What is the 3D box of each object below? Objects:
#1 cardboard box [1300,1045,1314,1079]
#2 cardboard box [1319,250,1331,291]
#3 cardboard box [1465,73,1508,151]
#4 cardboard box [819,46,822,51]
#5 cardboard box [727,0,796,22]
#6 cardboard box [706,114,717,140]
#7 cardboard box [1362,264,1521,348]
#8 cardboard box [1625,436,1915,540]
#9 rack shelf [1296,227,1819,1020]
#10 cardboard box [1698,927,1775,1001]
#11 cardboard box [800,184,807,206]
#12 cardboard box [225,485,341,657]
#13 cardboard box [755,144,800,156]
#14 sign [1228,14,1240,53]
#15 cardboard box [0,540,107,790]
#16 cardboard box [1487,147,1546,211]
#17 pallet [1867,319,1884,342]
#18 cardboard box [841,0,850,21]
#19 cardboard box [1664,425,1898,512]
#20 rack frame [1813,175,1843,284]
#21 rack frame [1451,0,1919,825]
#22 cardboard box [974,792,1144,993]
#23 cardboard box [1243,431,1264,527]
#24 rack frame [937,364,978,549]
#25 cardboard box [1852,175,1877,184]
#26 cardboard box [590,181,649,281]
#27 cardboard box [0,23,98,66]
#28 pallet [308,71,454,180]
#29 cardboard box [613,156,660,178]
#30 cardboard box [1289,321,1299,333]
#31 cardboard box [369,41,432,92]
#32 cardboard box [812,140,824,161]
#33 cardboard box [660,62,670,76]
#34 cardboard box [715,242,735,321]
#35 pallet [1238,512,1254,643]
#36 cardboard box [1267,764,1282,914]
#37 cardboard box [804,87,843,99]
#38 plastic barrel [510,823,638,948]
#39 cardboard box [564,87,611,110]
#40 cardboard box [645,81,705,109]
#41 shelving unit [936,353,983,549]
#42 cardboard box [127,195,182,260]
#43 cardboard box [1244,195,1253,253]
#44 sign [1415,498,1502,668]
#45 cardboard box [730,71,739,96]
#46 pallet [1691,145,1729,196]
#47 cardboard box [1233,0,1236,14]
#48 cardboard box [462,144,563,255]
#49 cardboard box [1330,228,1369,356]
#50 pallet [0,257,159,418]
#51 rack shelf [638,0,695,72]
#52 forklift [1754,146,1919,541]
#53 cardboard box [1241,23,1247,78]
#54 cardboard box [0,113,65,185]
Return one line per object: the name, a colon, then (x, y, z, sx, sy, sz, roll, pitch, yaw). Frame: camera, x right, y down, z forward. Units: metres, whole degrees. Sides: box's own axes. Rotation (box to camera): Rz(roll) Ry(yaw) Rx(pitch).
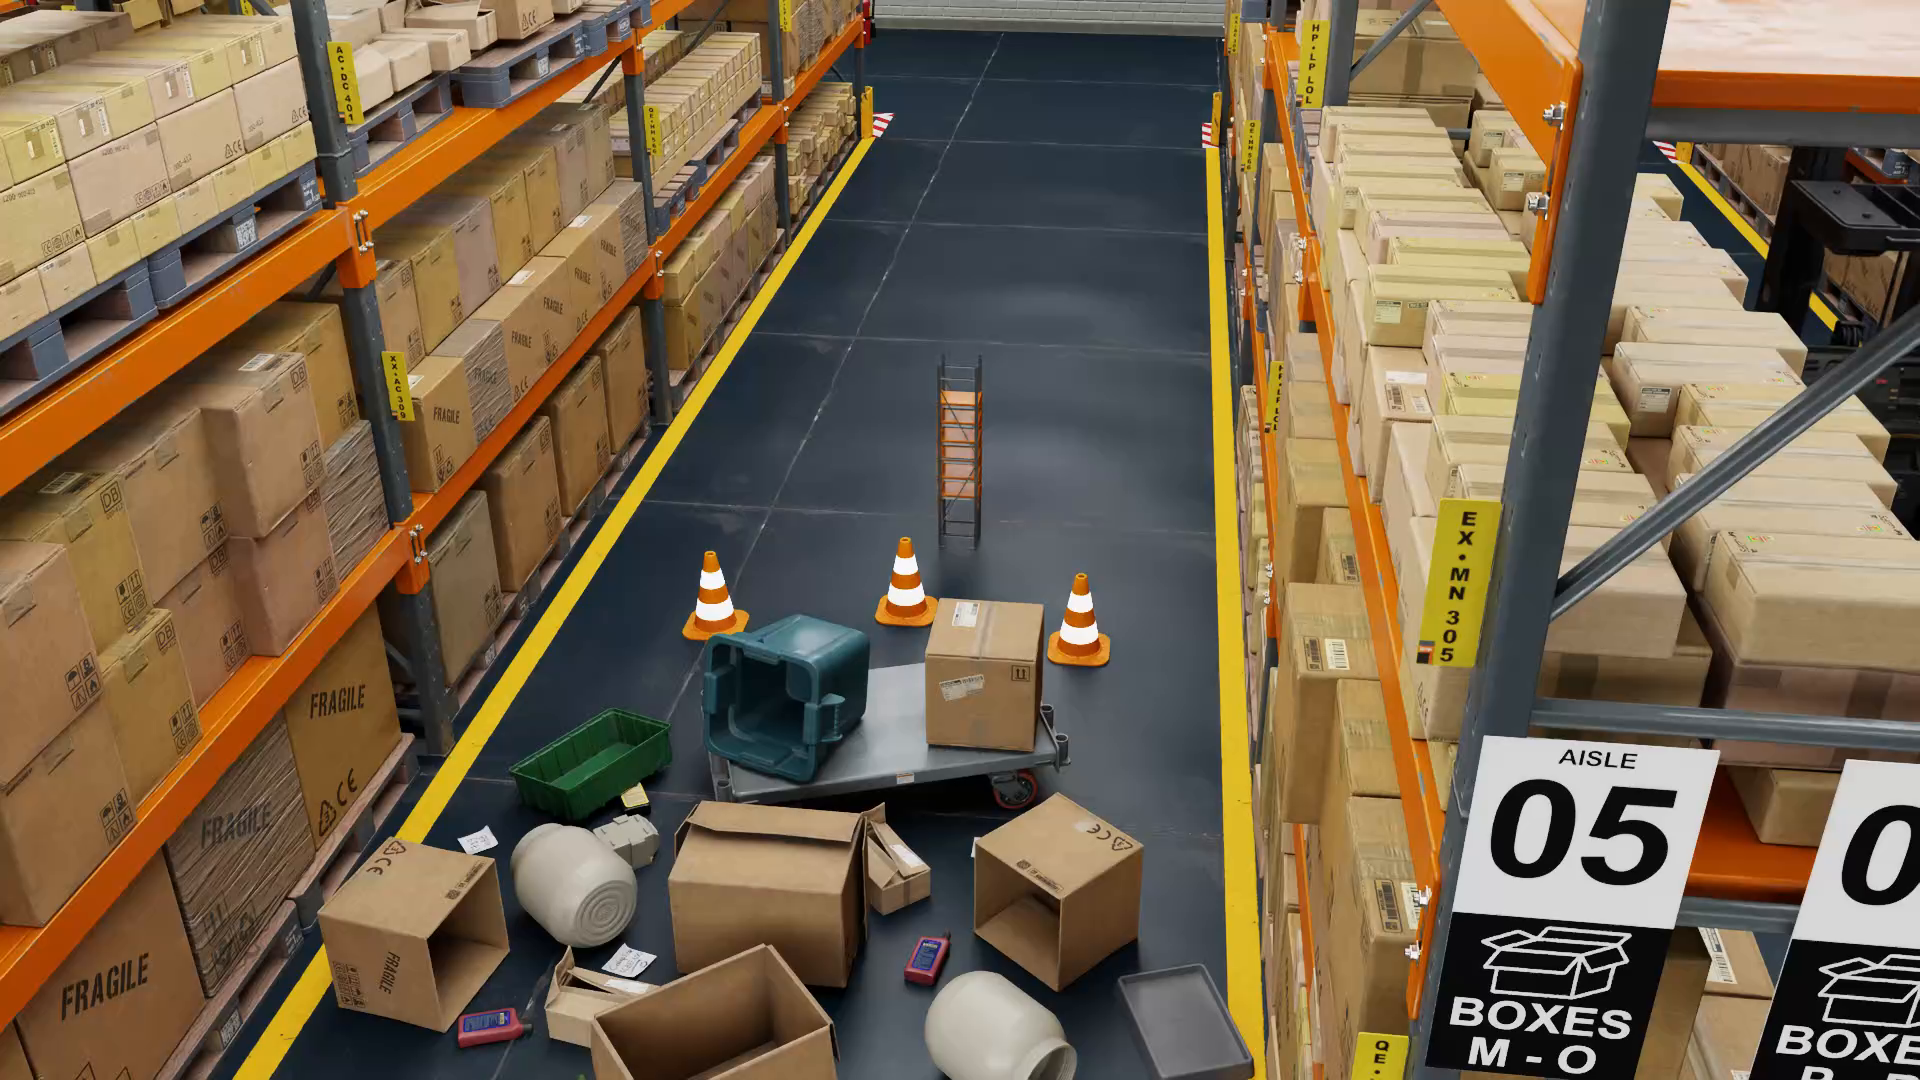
cardboard box: (1.218, 1.670, 4.970, 0.380, 0.149, 0.250, 4, 29, 8)
cardboard box: (1.519, -1.012, 6.067, 0.380, 0.149, 0.250, 3, 28, 6)
cardboard box: (2.360, -1.745, 6.879, 0.500, 0.250, 0.500, 3, 28, 5)
cardboard box: (-1.585, -4.935, 16.513, 0.380, 0.149, 0.250, 4, 29, 7)
cardboard box: (-1.757, -4.873, 14.660, 0.500, 0.500, 0.500, 4, 29, 7)
cardboard box: (-2.095, -3.197, 12.843, 0.380, 0.149, 0.250, 2, 28, 5)
cardboard box: (1.304, -0.632, 4.523, 0.380, 0.149, 0.250, 4, 29, 7)
cardboard box: (1.798, -0.014, 3.796, 0.500, 0.250, 0.500, 3, 28, 5)
rack shelf: (1.646, -0.116, 4.899, 1.077, 0.370, 4.000, 3, 28, 6)
cardboard box: (1.794, 1.203, 4.435, 0.500, 0.500, 0.500, 4, 29, 8)
cardboard box: (-1.658, -3.268, 15.716, 0.380, 0.149, 0.250, 4, 29, 8)
cardboard box: (-3.113, 0.074, 6.791, 0.875, 0.550, 0.550, 3, 28, 6)
cardboard box: (-1.732, -3.650, 15.798, 0.380, 0.149, 0.250, 3, 28, 5)
sign: (2.320, -4.267, 14.012, 0.100, 0.325, 0.005, 3, 28, 6)
cardboard box: (-3.261, 0.355, 5.132, 0.875, 0.550, 0.550, 3, 28, 6)
cardboard box: (1.992, -1.209, 5.593, 0.380, 0.149, 0.250, 4, 29, 7)
pallet: (7.589, -1.344, 12.523, 1.003, 0.211, 1.213, 3, 28, 6)
cardboard box: (-1.432, -5.649, 17.154, 0.500, 0.500, 0.500, 3, 28, 5)
cardboard box: (1.754, -0.121, 3.574, 0.380, 0.149, 0.250, 3, 28, 6)
rack frame: (7.798, -3.533, 13.645, 1.000, 3.000, 0.127, 3, 28, 6)
rack frame: (1.401, -0.812, 2.270, 1.000, 3.000, 0.127, 3, 28, 6)
cardboard box: (0.409, 1.471, 6.990, 0.500, 0.500, 0.500, -24, 36, -37)
cardboard box: (2.219, -0.352, 10.068, 0.950, 0.372, 0.625, 3, 28, 5)
rack frame: (-0.013, -0.478, 9.873, 0.240, 1.200, 0.006, 3, 28, 6)
cardboard box: (7.550, -2.877, 13.623, 0.380, 0.149, 0.250, 3, 28, 5)
cardboard box: (-2.333, -1.993, 10.682, 0.500, 0.500, 0.500, 3, 28, 6)
cardboard box: (-3.446, -1.812, 6.164, 0.380, 0.149, 0.250, 3, 28, 6)
pallet: (-2.971, -1.965, 7.774, 0.805, 0.209, 1.217, 2, 28, 4)
cardboard box: (-2.286, -2.598, 11.418, 0.380, 0.149, 0.250, 5, 29, 8)
cardboard box: (1.720, -0.645, 7.422, 0.500, 0.500, 0.500, 3, 28, 5)
cardboard box: (-2.661, -2.207, 7.737, 0.250, 0.149, 0.380, 3, 28, 6)
cardboard box: (-1.569, -3.884, 16.546, 0.380, 0.149, 0.250, 3, 28, 6)
cardboard box: (-2.620, -3.863, 13.766, 0.380, 0.149, 0.250, 4, 29, 7)
cardboard box: (-2.088, -2.058, 13.101, 0.500, 0.500, 0.500, 3, 28, 5)
pallet: (2.132, 0.231, 9.598, 1.003, 0.211, 1.213, 3, 28, 6)
cardboard box: (1.497, 1.156, 6.607, 0.500, 0.500, 0.500, 4, 29, 8)
cardboard box: (-1.465, -4.756, 17.850, 0.380, 0.149, 0.250, 4, 29, 7)
plastic barrel: (-1.651, 1.463, 7.088, 0.421, 0.421, 0.512, -24, 36, -37)
cardboard box: (-2.810, -3.251, 12.317, 0.380, 0.149, 0.250, 3, 28, 6)
cardboard box: (-2.136, -3.338, 12.479, 0.380, 0.149, 0.250, 4, 29, 8)
shelving unit: (-0.002, -0.521, 9.953, 0.258, 1.200, 0.189, 3, 28, 6)
cardboard box: (-2.886, -1.065, 5.618, 0.380, 0.149, 0.250, 4, 29, 7)
cardboard box: (2.185, -2.124, 11.188, 0.500, 0.250, 0.500, 2, 28, 4)
sign: (0.852, 0.077, 2.849, 0.100, 0.325, 0.005, 3, 28, 6)
cardboard box: (-2.000, -3.697, 13.457, 0.380, 0.149, 0.250, 2, 28, 5)
pallet: (8.182, -3.777, 17.039, 1.003, 0.211, 1.213, 3, 28, 6)
cardboard box: (2.778, -5.021, 15.247, 0.500, 0.500, 0.500, 4, 29, 7)
cardboard box: (-2.730, -1.971, 9.586, 0.700, 0.500, 0.500, 3, 28, 5)
cardboard box: (1.437, -0.770, 5.198, 0.500, 0.250, 0.500, 4, 29, 7)
pallet: (-3.297, -0.618, 5.166, 1.003, 0.211, 1.213, 3, 28, 6)
rack shelf: (-2.299, -4.122, 12.335, 1.077, 0.370, 4.000, 3, 28, 6)
forklift: (4.677, -0.734, 8.522, 1.130, 2.935, 3.031, 3, 28, 5)
cardboard box: (2.497, -3.872, 13.116, 0.500, 0.500, 0.500, 3, 28, 6)
cardboard box: (-2.948, -1.178, 4.988, 0.380, 0.149, 0.250, 4, 29, 7)
